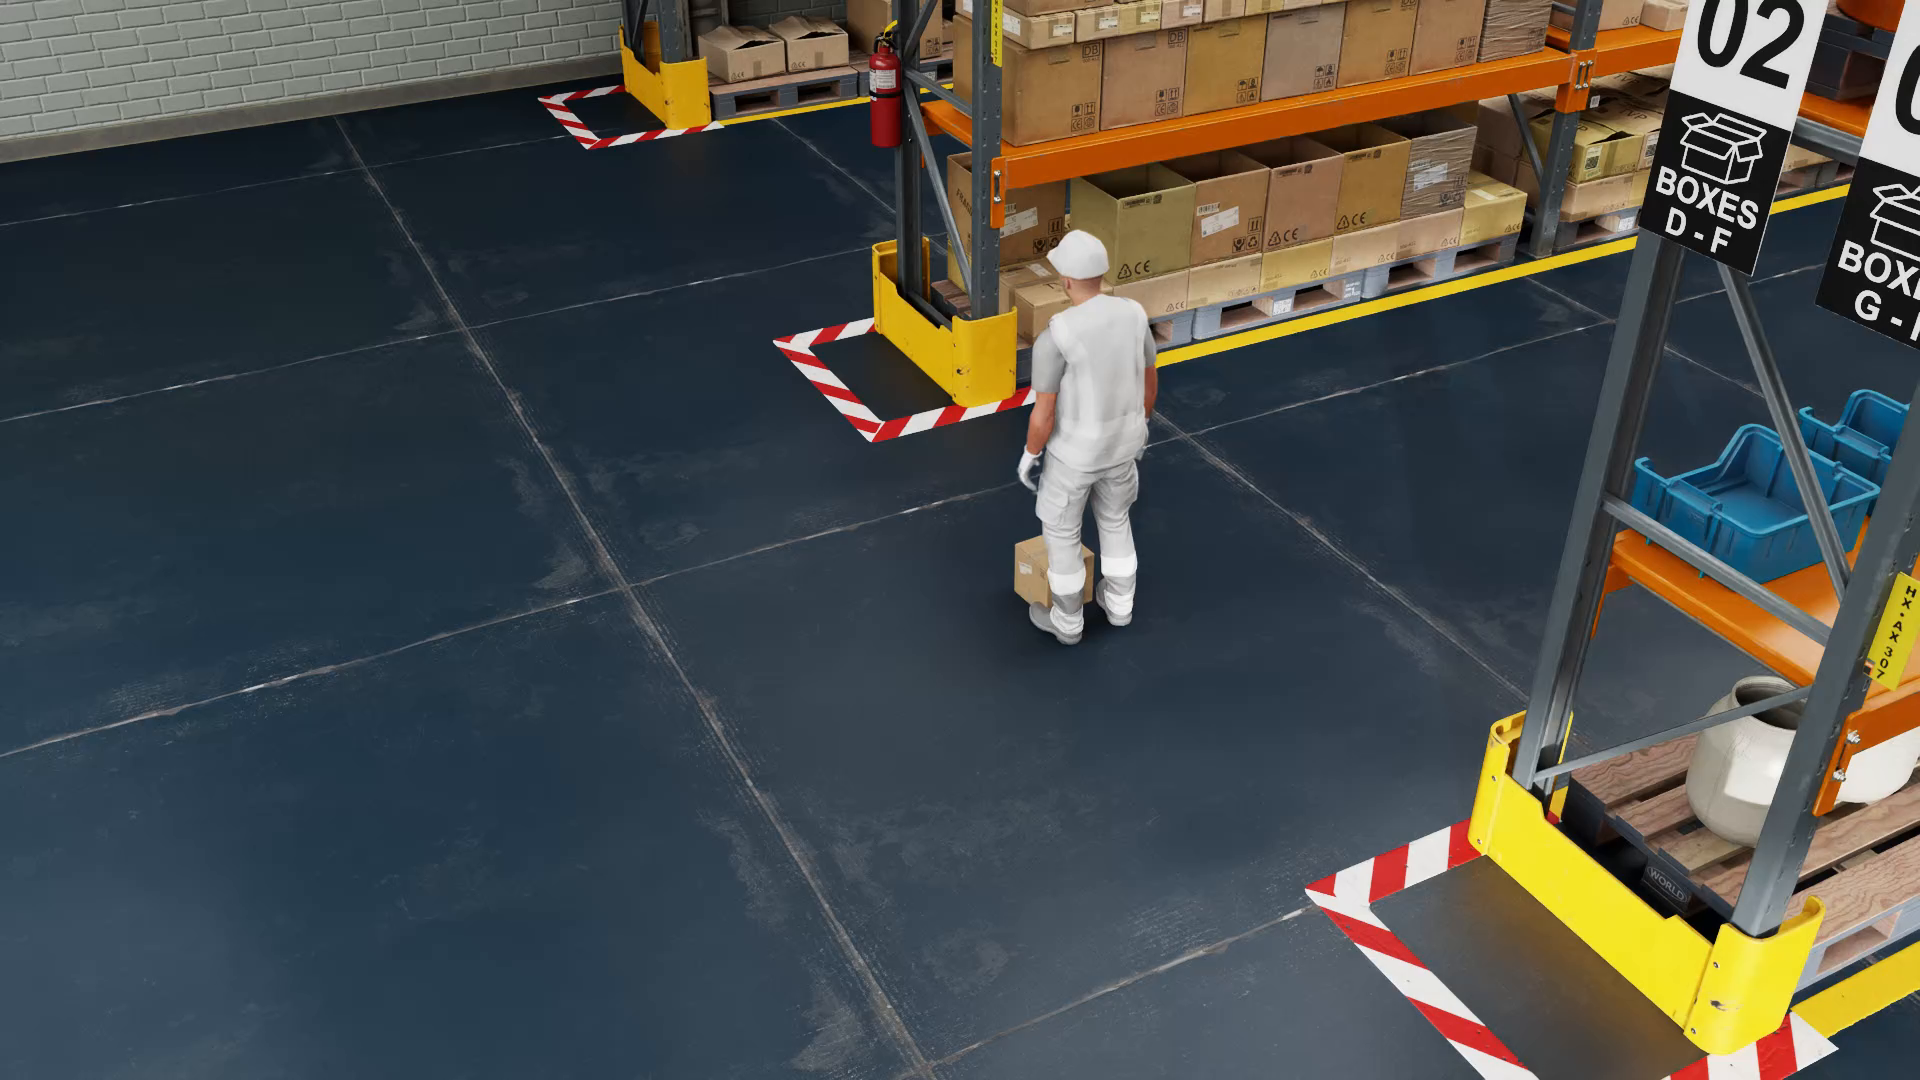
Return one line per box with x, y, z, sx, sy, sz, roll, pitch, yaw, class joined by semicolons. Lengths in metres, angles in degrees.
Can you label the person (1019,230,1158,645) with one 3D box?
0.513;-0.391;6.733;0.614;1.778;0.456;-16;36;-24;person
